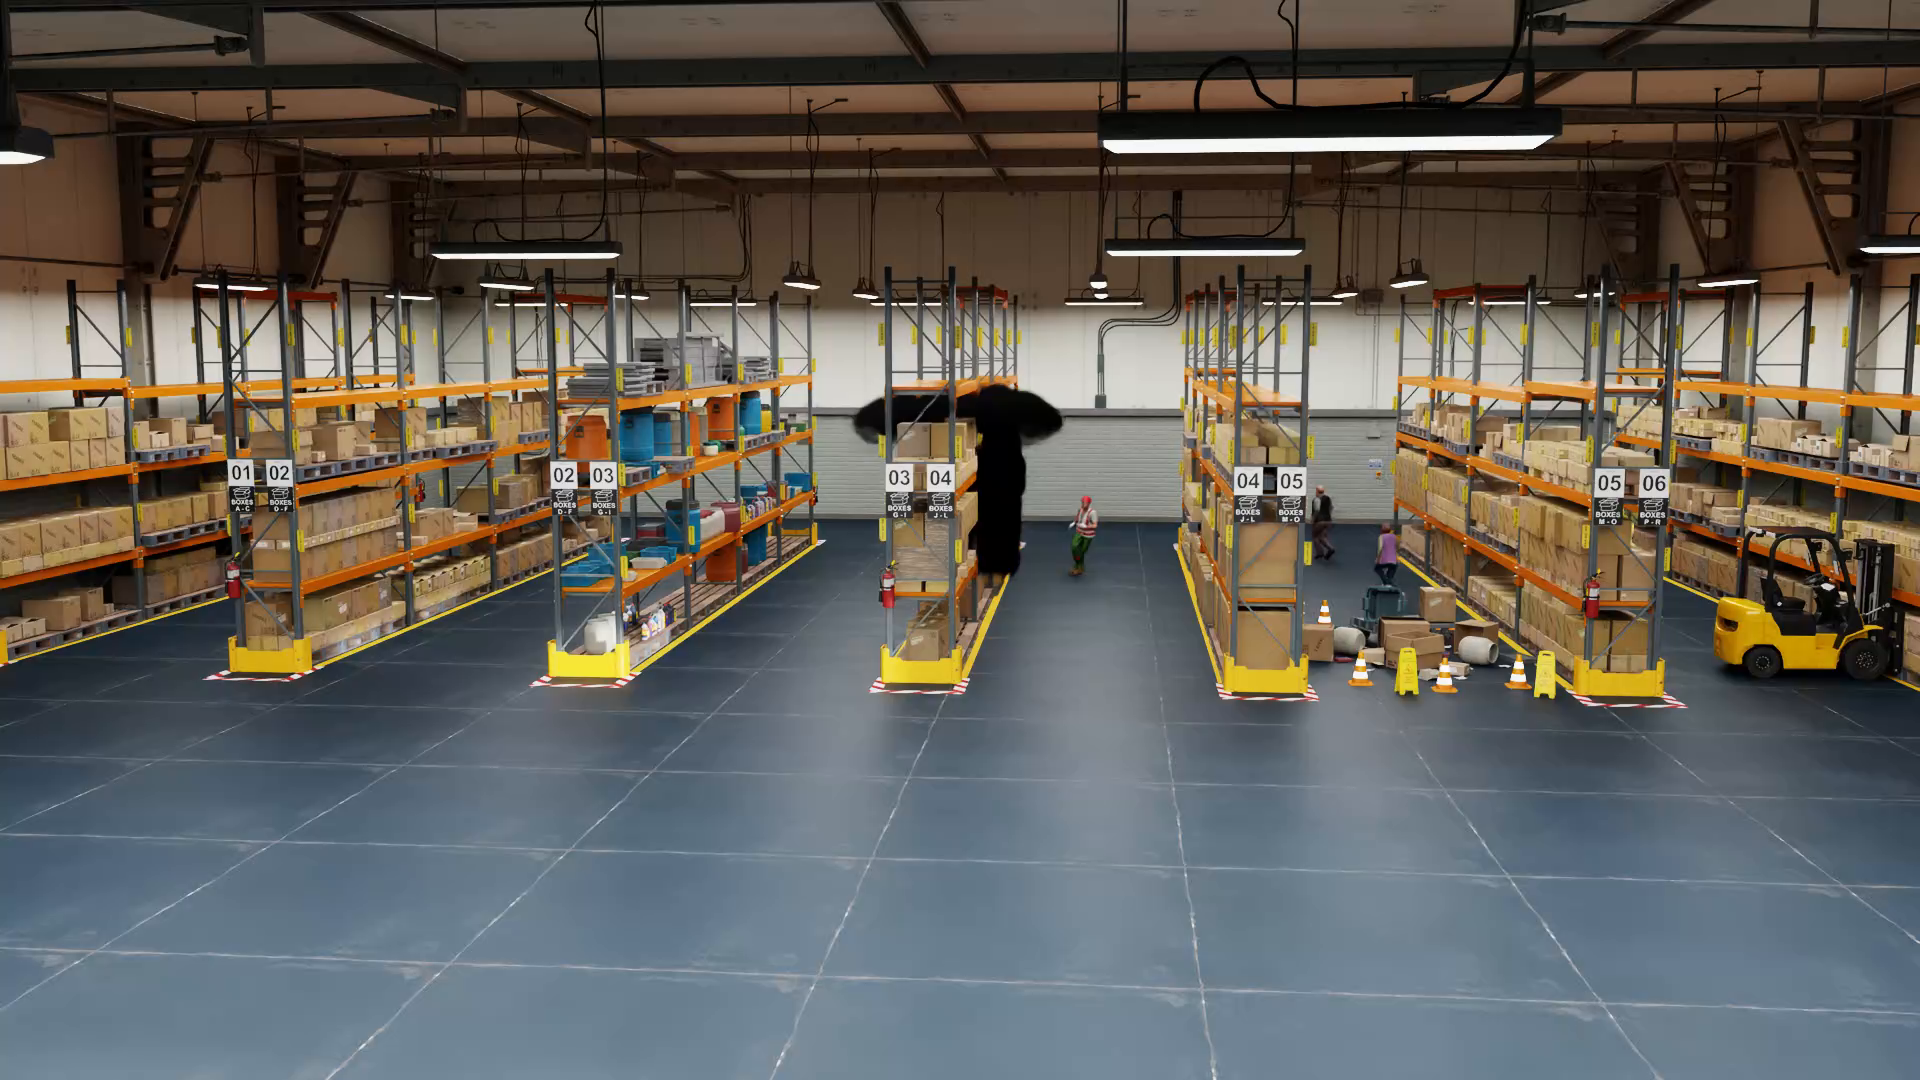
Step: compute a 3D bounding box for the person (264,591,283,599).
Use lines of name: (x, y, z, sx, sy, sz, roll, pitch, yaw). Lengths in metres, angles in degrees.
person: (-12.152, 0.647, 29.486, 0.687, 1.575, 0.856, -2, 7, -19)

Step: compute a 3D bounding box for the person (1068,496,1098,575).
person: (2.574, -0.113, 35.061, 0.819, 1.670, 0.724, 4, 8, 28)

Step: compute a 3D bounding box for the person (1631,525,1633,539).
person: (12.864, 0.209, 32.428, 0.714, 1.733, 0.984, -1, 7, -9)

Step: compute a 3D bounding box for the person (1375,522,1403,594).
person: (8.110, 0.411, 31.358, 0.522, 1.469, 0.750, -2, 7, -15)

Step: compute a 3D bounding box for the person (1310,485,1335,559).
person: (8.226, -0.381, 37.484, 0.648, 1.683, 0.718, -4, 8, -28)
